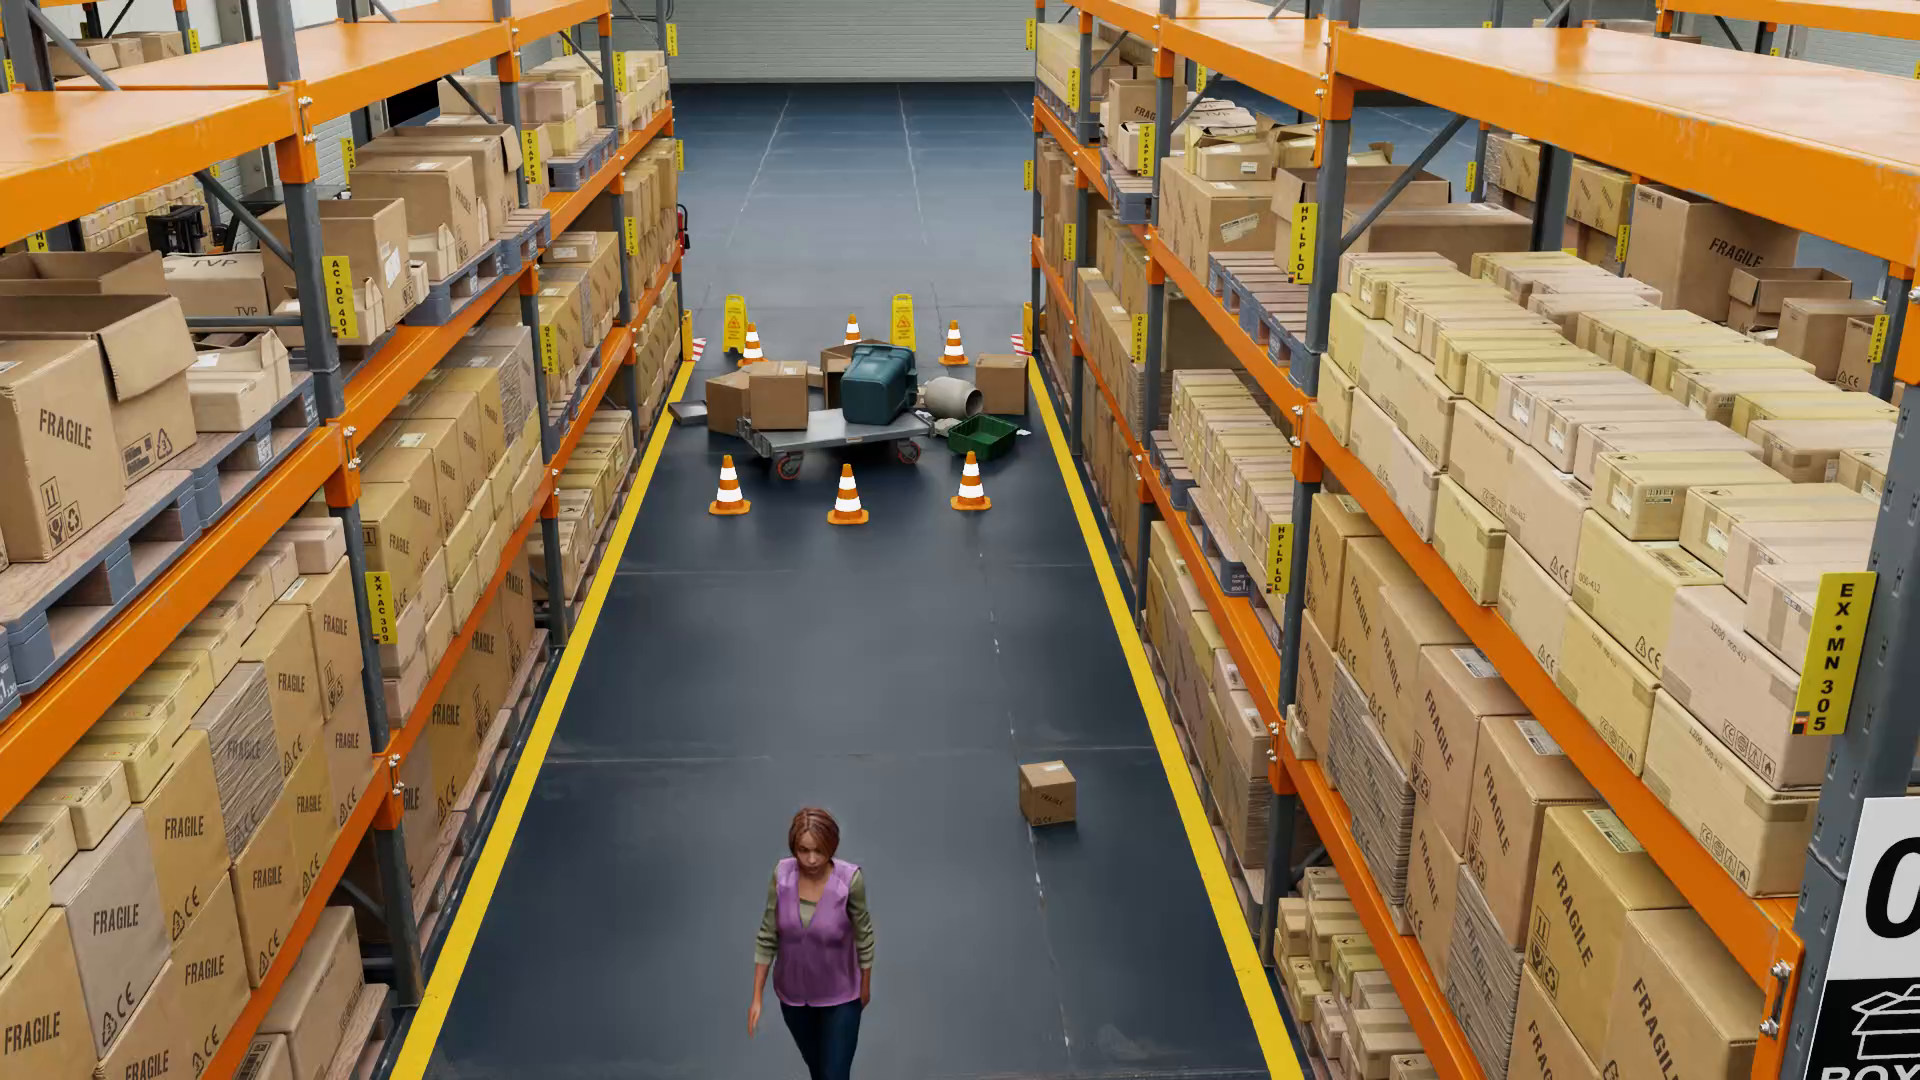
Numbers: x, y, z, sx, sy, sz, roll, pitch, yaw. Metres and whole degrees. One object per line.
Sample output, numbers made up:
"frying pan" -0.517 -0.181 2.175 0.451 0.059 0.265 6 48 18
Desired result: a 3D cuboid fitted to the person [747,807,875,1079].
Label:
"person" -0.563 1.783 6.392 0.433 1.642 0.630 5 21 13
